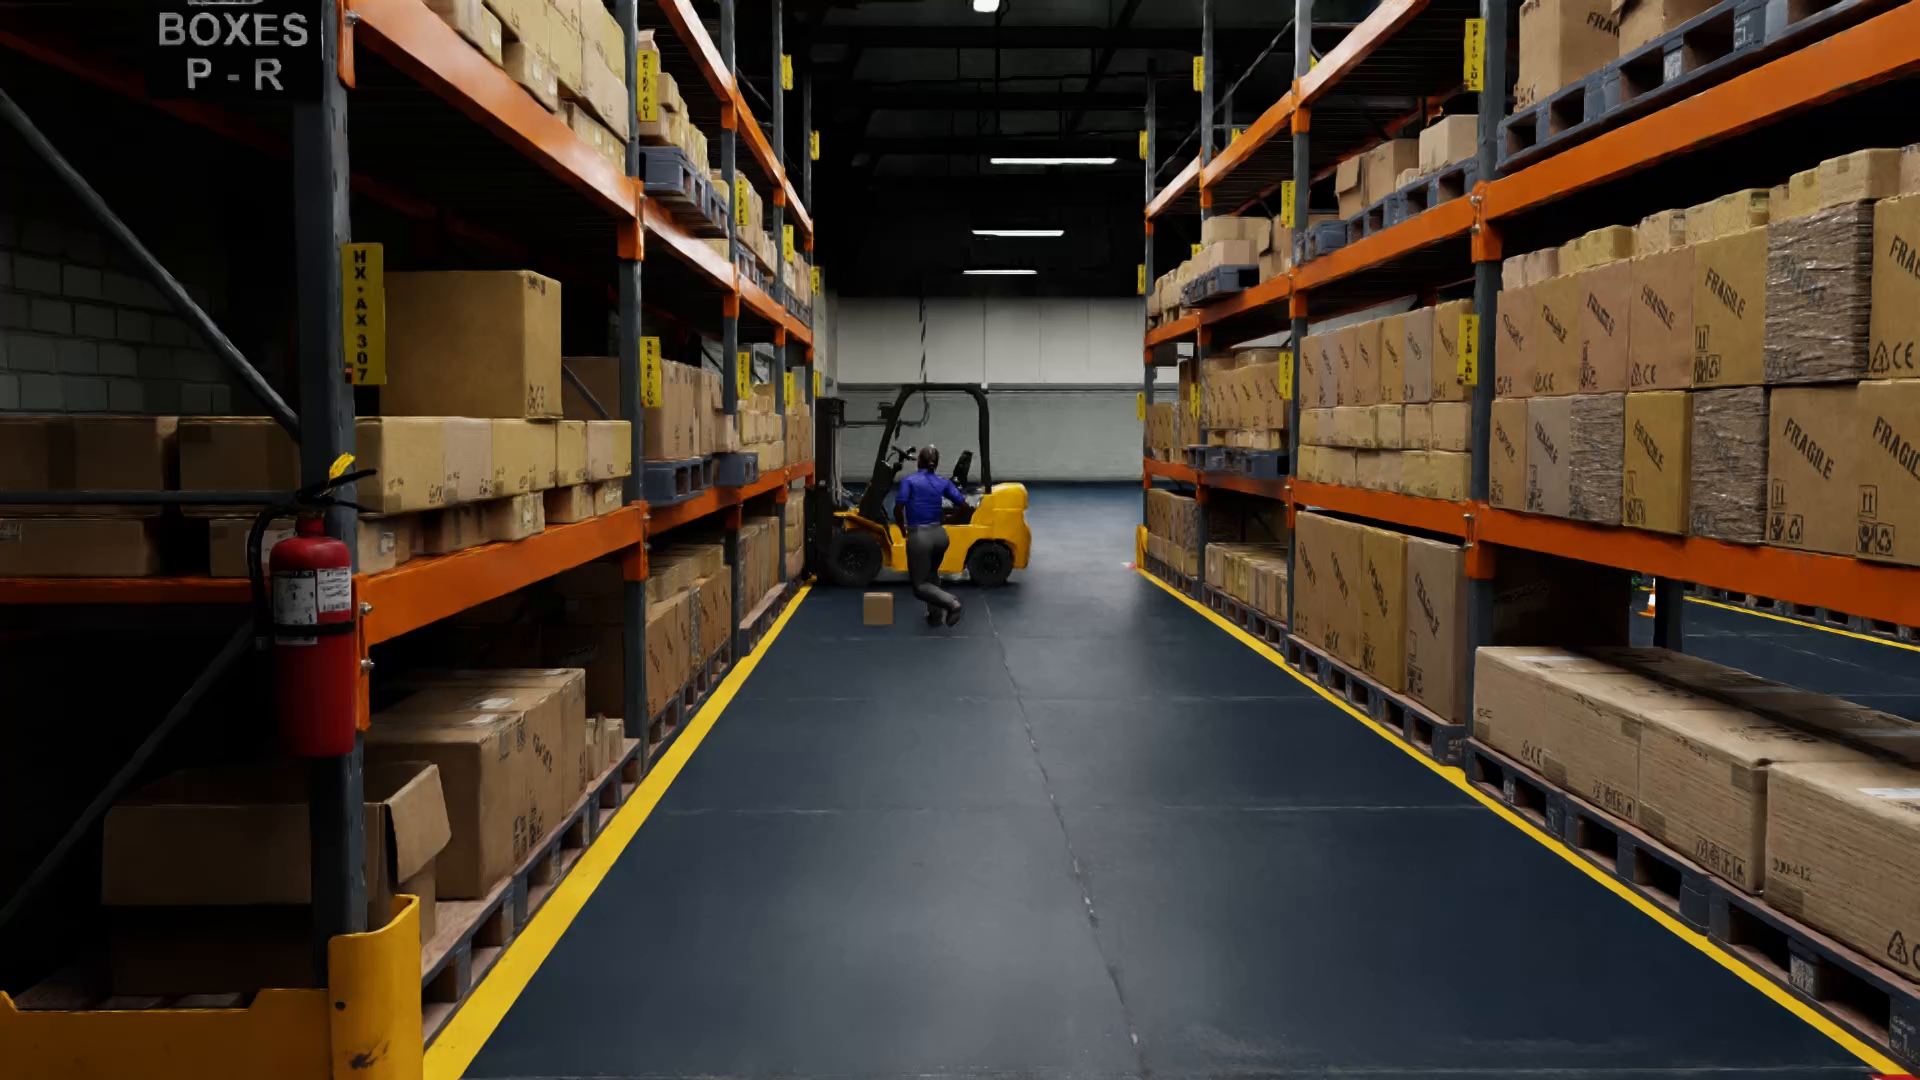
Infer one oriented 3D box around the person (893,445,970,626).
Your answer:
[{"bbox_3d":[-0.263,-0.026,13.775,0.637,1.524,0.910,-2,5,-32],"label":"person"}]
